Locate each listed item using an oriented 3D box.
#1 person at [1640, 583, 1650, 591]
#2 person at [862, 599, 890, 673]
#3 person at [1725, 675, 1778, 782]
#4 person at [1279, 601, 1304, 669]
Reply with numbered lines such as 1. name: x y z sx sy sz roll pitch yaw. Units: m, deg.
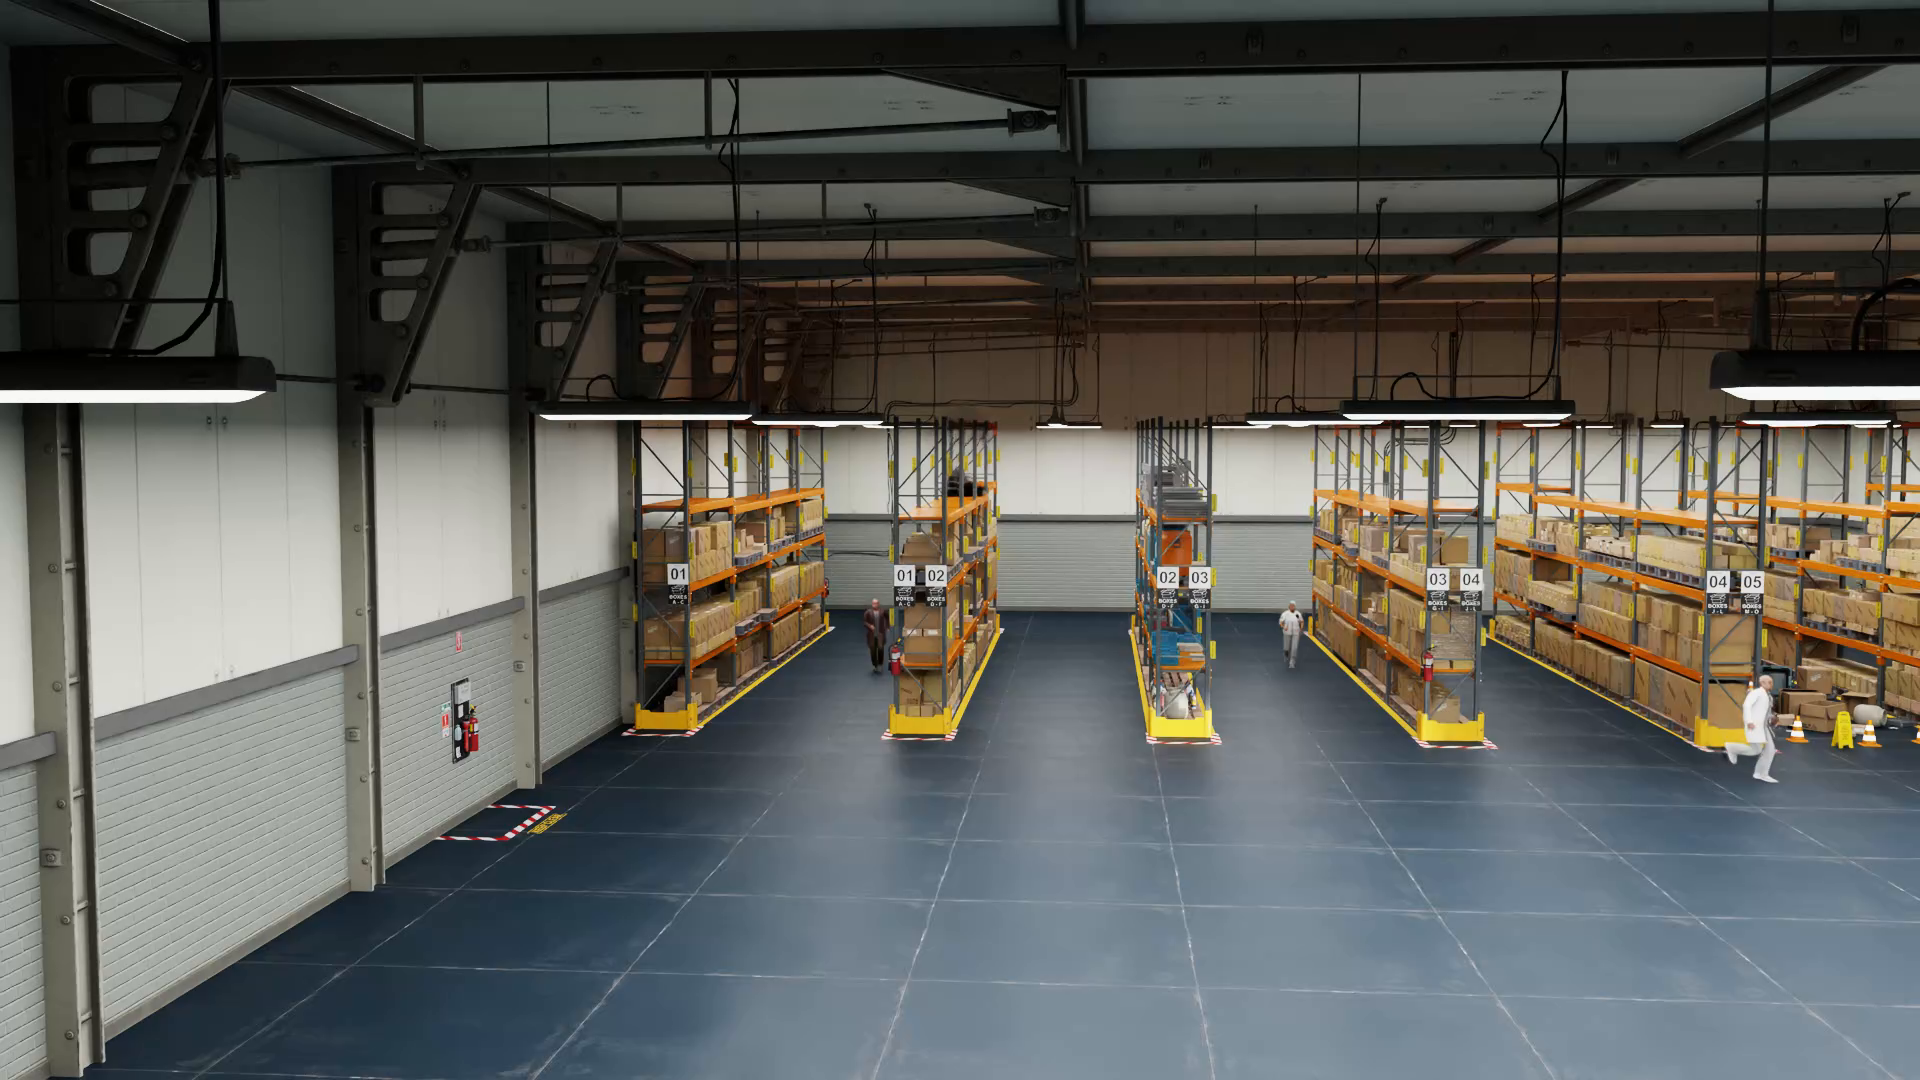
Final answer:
1. person: 19.307 1.805 47.349 0.645 1.682 0.588 1 4 16
2. person: -1.982 2.269 39.418 0.672 1.771 0.837 0 4 -3
3. person: 13.092 3.097 27.442 0.732 1.740 0.838 -3 5 -39
4. person: 8.050 2.281 40.344 0.608 1.628 0.611 0 4 6
